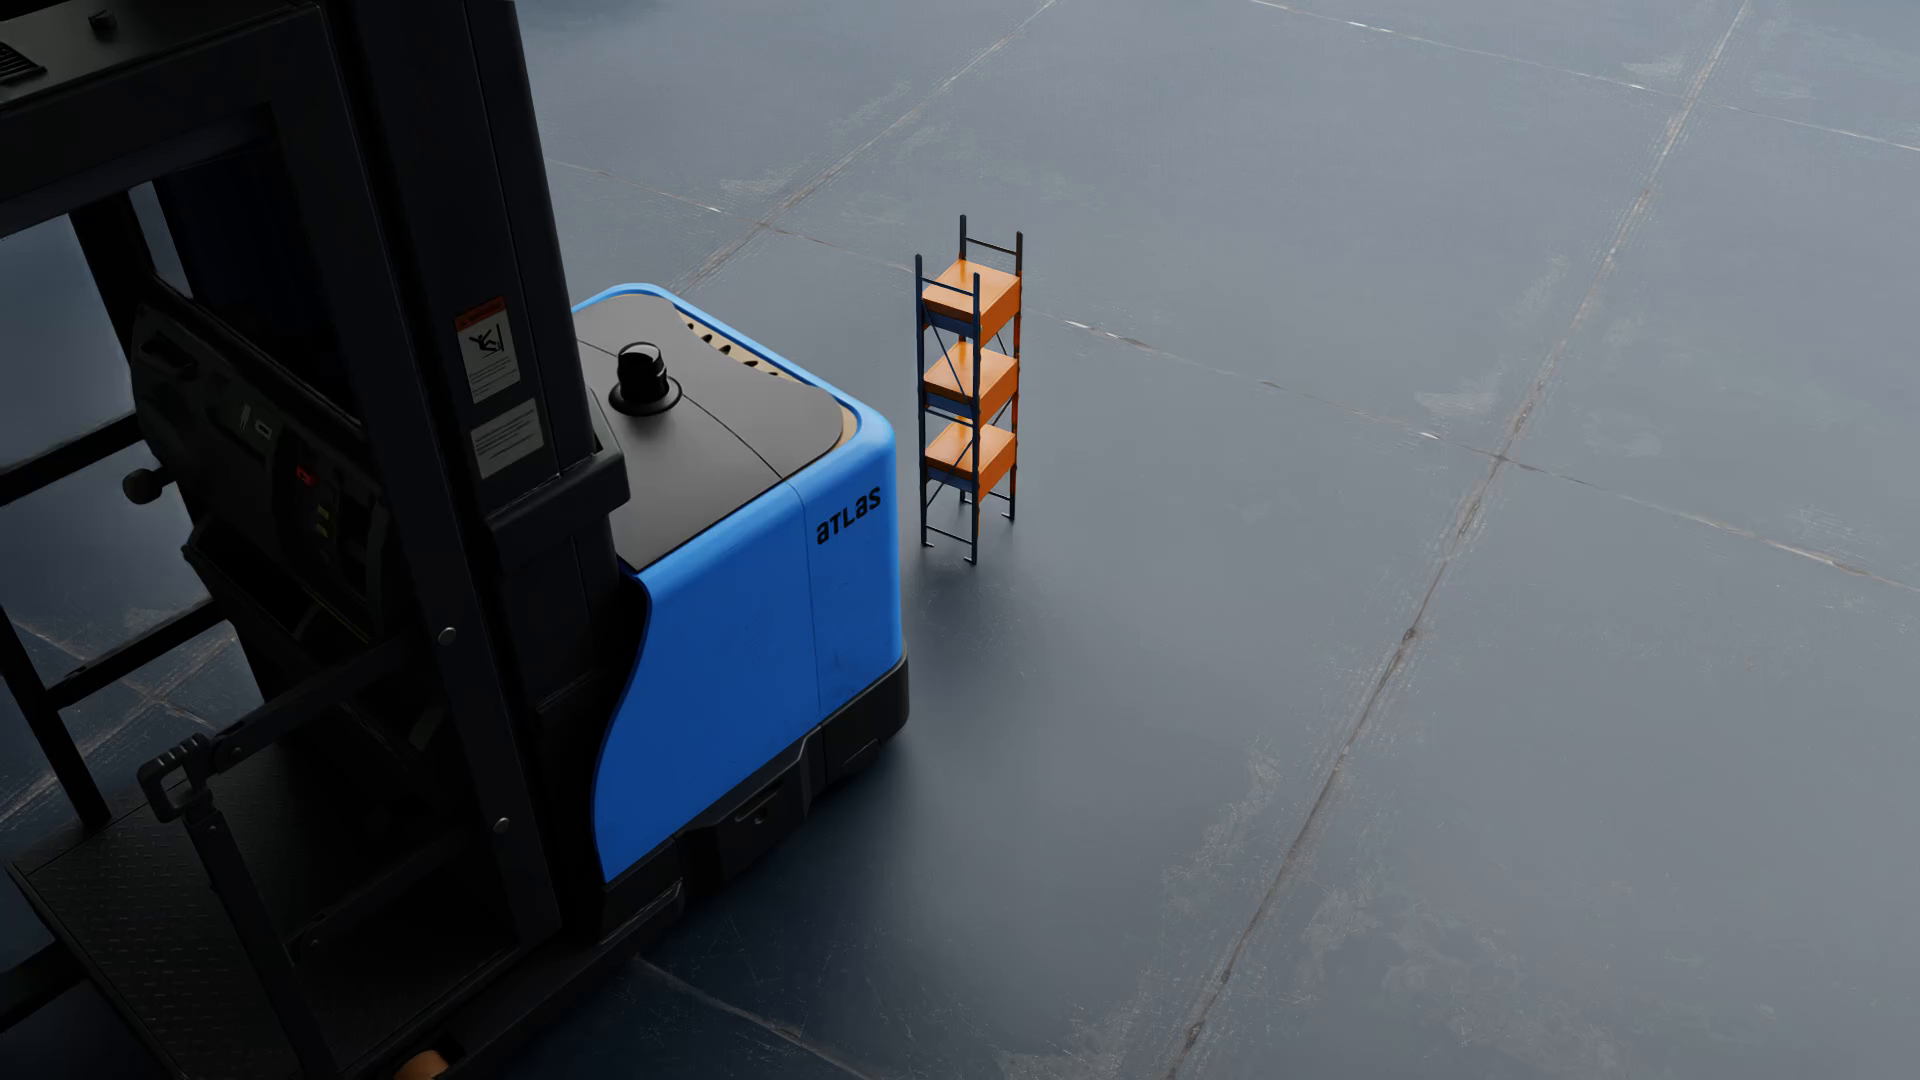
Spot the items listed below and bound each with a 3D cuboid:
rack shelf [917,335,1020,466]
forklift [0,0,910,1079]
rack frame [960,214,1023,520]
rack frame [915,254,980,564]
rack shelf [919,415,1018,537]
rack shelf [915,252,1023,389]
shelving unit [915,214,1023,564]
[{"bbox_3d":[0.027,-0.417,4.945,0.215,0.259,0.240,21,45,22],"label":"rack shelf"},{"bbox_3d":[-1.507,-0.073,3.115,1.130,2.935,3.031,31,50,31],"label":"forklift"},{"bbox_3d":[0.088,-0.494,5.017,0.200,1.050,0.008,21,45,22],"label":"rack frame"},{"bbox_3d":[-0.034,-0.355,4.859,0.200,1.050,0.008,21,45,22],"label":"rack frame"},{"bbox_3d":[0.027,-0.208,5.128,0.215,0.259,0.240,21,45,22],"label":"rack shelf"},{"bbox_3d":[0.027,-0.630,4.757,0.215,0.259,0.240,21,45,22],"label":"rack shelf"},{"bbox_3d":[0.027,-0.425,4.938,0.215,1.050,0.252,21,45,22],"label":"shelving unit"}]
